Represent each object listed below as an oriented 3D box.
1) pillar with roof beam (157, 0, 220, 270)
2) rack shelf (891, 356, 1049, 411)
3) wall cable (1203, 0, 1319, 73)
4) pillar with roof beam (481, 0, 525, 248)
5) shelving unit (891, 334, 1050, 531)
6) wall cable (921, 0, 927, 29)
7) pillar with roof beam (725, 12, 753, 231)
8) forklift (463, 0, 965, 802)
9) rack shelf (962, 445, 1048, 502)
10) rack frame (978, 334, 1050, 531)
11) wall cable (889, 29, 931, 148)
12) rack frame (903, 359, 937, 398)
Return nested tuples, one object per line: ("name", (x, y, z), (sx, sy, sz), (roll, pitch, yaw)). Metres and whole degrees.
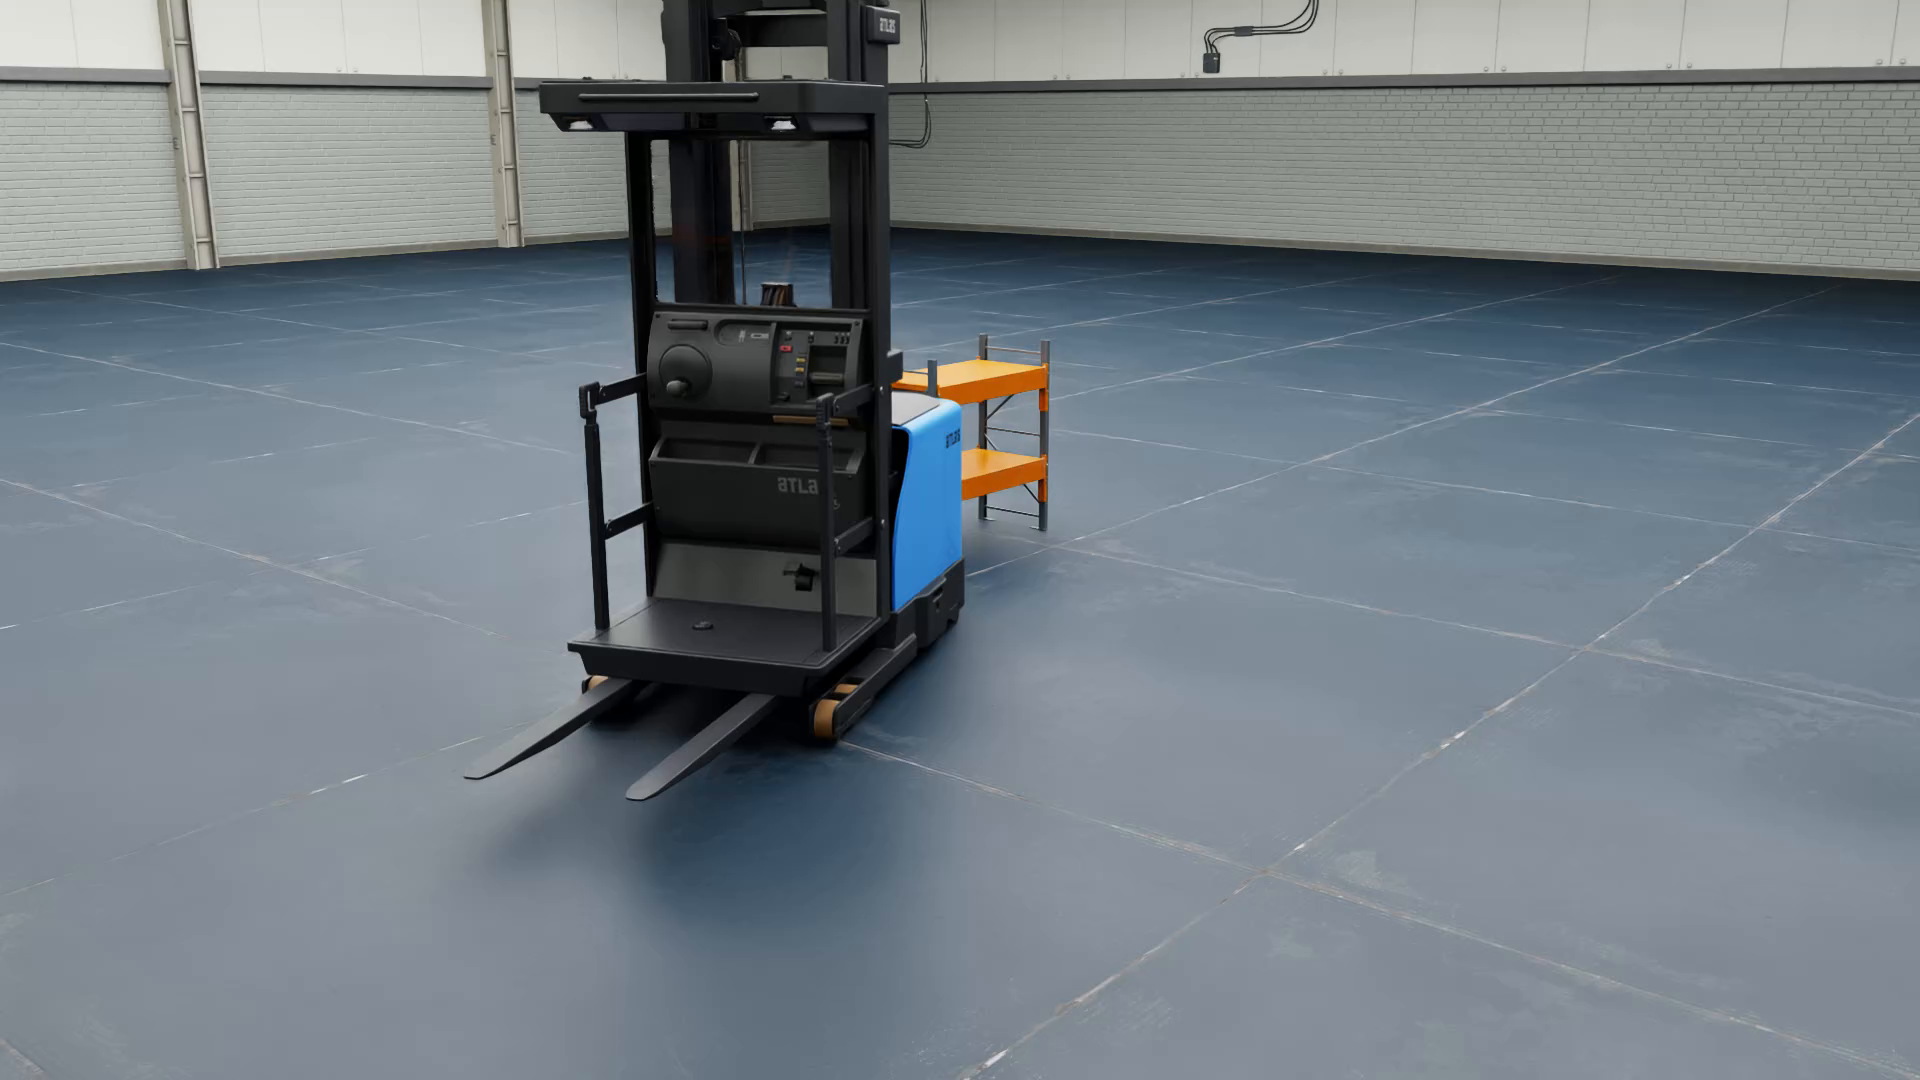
("pillar with roof beam", (-8.926, -8.105, 23.250), (9.100, 9.000, 0.400), (11, 18, 38))
("rack shelf", (-0.004, -0.828, 9.407), (0.538, 0.278, 1.000), (11, 18, 38))
("wall cable", (5.522, -11.605, 30.120), (2.305, 6.003, 0.169), (11, 18, 38))
("pillar with roof beam", (-5.155, -9.254, 27.773), (9.100, 9.000, 0.400), (11, 18, 38))
("shelving unit", (-0.004, -0.544, 9.479), (0.538, 1.125, 1.048), (11, 18, 38))
("wall cable", (0.252, -11.953, 34.446), (3.097, 2.526, 0.112), (11, 18, 38))
("pillar with roof beam", (-1.384, -10.403, 32.296), (9.100, 9.000, 0.400), (11, 18, 38))
("forklift", (-0.902, -0.741, 6.585), (1.130, 2.935, 3.031), (4, 15, 17))
("rack shelf", (-0.004, -0.307, 9.540), (0.538, 0.278, 1.000), (11, 18, 38))
("rack frame", (0.315, -0.641, 9.863), (0.500, 1.125, 0.032), (11, 18, 38))
("wall cable", (-1.852, -9.924, 36.716), (3.097, 2.526, 0.112), (11, 18, 38))
("rack frame", (-0.324, -0.447, 9.096), (0.500, 1.125, 0.032), (11, 18, 38))
